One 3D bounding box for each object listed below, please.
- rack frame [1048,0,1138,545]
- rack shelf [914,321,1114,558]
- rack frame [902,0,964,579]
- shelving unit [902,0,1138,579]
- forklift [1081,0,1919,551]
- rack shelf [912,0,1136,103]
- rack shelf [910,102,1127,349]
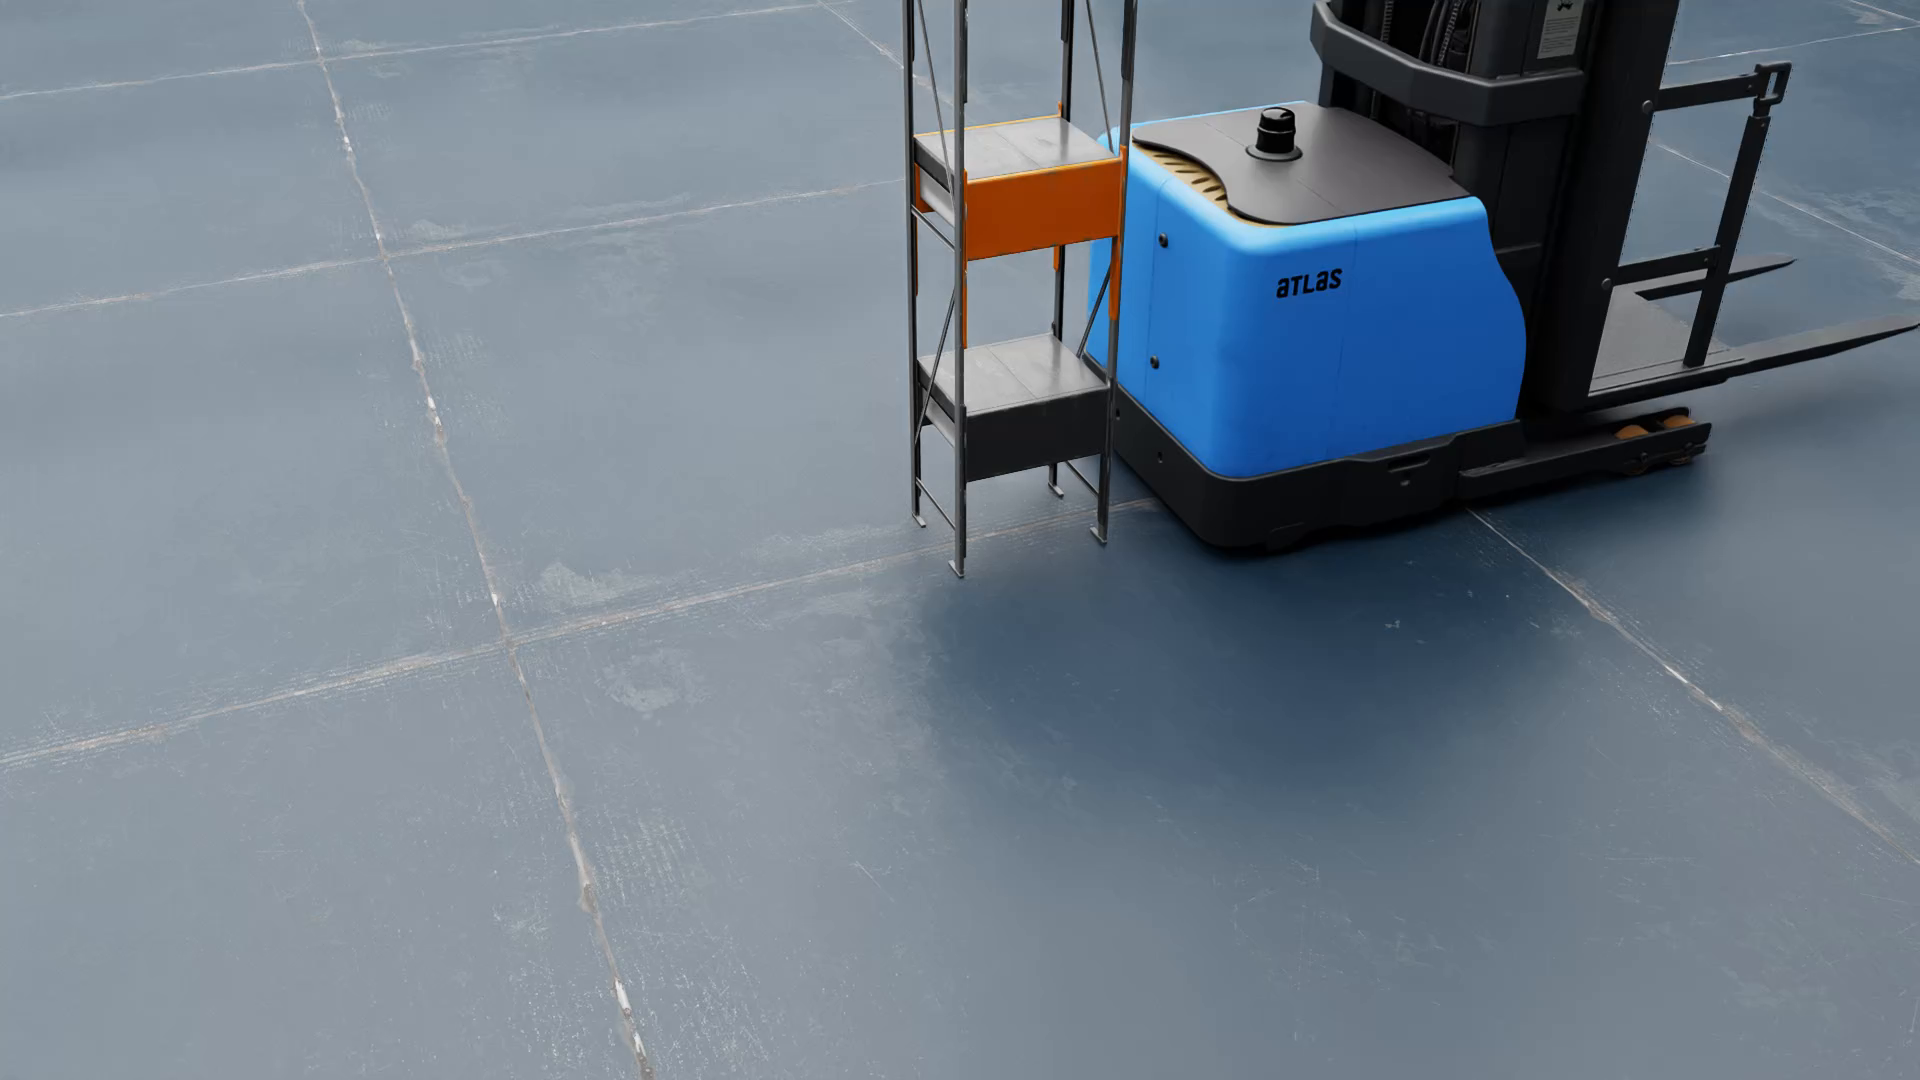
[{"bbox_3d":[0.378,-0.967,4.810,0.015,2.100,0.400,-13,35,-19],"label":"rack frame"},{"bbox_3d":[0.153,-0.317,5.120,0.480,0.518,0.431,-13,35,-19],"label":"rack shelf"},{"bbox_3d":[-0.072,-0.864,4.652,0.015,2.100,0.400,-13,35,-19],"label":"rack frame"},{"bbox_3d":[0.153,-0.915,4.731,0.503,2.100,0.431,-13,35,-19],"label":"shelving unit"},{"bbox_3d":[1.985,-1.699,5.174,3.031,2.935,1.130,-12,35,-18],"label":"forklift"},{"bbox_3d":[0.153,-1.490,4.357,0.480,0.518,0.431,-13,35,-19],"label":"rack shelf"},{"bbox_3d":[0.153,-0.904,4.738,0.480,0.518,0.431,-13,35,-19],"label":"rack shelf"}]
